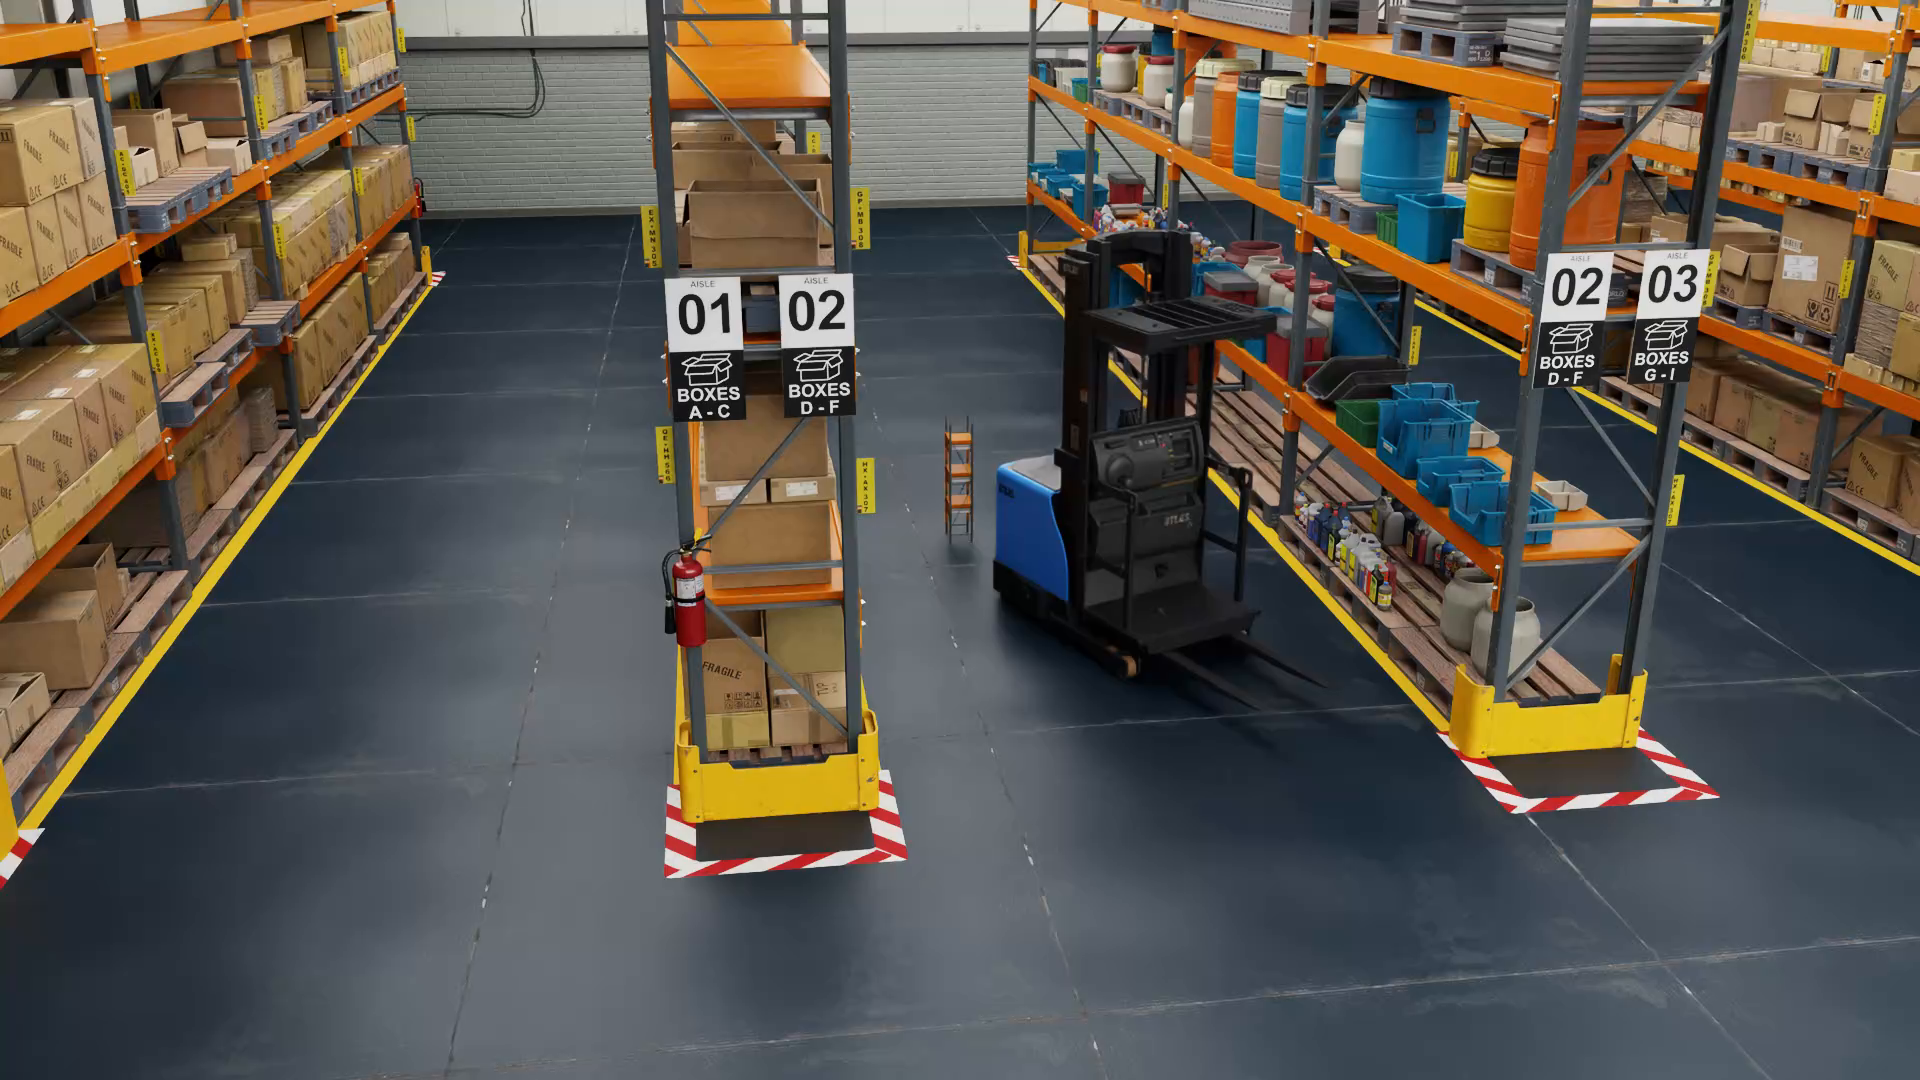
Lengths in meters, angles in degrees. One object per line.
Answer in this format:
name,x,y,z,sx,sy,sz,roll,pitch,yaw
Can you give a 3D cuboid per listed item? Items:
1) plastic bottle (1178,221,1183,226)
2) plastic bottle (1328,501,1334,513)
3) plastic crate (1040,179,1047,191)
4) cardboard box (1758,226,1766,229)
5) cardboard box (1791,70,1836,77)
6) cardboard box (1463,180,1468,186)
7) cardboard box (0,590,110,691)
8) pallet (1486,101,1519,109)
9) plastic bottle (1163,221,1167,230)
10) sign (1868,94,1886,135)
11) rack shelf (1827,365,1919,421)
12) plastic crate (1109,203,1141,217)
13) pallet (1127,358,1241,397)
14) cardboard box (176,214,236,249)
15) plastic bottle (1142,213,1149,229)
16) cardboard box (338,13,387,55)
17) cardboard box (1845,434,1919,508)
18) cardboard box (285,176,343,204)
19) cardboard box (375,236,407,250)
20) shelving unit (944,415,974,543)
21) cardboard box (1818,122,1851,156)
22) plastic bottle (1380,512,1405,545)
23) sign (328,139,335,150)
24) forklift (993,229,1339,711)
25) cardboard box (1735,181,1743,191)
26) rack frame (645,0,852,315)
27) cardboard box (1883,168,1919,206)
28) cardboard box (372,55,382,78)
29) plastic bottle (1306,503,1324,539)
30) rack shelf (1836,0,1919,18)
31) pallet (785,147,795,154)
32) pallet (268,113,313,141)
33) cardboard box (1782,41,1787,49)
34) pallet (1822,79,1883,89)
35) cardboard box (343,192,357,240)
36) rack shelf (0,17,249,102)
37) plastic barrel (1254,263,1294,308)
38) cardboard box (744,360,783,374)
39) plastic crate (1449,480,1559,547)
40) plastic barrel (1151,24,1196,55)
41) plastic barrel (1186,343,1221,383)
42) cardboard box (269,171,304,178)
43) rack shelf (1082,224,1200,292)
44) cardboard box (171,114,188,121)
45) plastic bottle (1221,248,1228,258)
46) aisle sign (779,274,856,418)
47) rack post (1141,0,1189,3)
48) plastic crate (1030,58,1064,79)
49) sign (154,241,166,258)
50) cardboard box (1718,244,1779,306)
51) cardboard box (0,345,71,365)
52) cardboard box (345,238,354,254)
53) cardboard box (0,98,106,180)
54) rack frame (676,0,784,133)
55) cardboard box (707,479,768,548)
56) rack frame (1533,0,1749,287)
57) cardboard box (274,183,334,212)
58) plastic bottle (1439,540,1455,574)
plastic bottle,2.611,-3.715,20.053,0.152,0.276,0.135,-3,21,-8
plastic bottle,3.034,-0.167,13.630,0.061,0.283,0.133,-3,21,-8
plastic crate,1.285,-5.078,23.816,0.250,0.136,0.298,-3,21,-8
cardboard box,11.804,-4.607,24.888,0.380,0.149,0.250,-4,21,-10
cardboard box,11.576,-6.197,22.448,0.500,0.250,0.500,-2,21,-6
cardboard box,6.810,-4.366,21.475,0.500,0.500,0.500,-3,21,-8
cardboard box,-6.133,0.681,11.051,0.700,0.500,0.500,-4,21,-11
pallet,7.172,-5.491,20.618,0.805,0.209,1.217,-4,21,-10
plastic bottle,2.491,-3.700,20.019,0.097,0.271,0.097,0,20,0
sign,7.596,-3.523,13.774,0.100,0.325,0.005,-3,21,-8
rack shelf,8.433,-0.691,12.808,1.077,0.370,4.000,-3,21,-8
plastic crate,2.164,-4.314,21.770,0.396,0.136,0.243,-3,21,-8
pallet,2.512,-1.820,18.789,1.003,0.211,1.213,-3,21,-8
cardboard box,-7.459,-3.047,16.419,0.500,0.250,0.500,-2,21,-6
plastic bottle,2.346,-4.015,20.962,0.097,0.201,0.097,0,20,0
cardboard box,-7.853,-6.642,21.826,0.500,0.500,0.500,-2,21,-6
cardboard box,8.162,-0.606,14.524,0.500,0.500,0.500,-4,21,-9
cardboard box,-7.329,-3.962,18.868,0.500,0.250,0.500,-2,21,-7
cardboard box,-7.854,-4.095,22.937,0.380,0.149,0.250,-2,21,-6
shelving unit,-0.008,-0.510,14.082,0.215,1.050,0.252,-3,21,-8
cardboard box,7.910,-3.580,14.819,0.396,0.266,0.258,-2,21,-6
plastic bottle,3.506,-0.110,13.488,0.152,0.276,0.135,-3,21,-8
sign,-8.840,-5.543,23.419,0.100,0.325,0.005,-3,21,-8
forklift,1.446,-0.587,11.598,1.130,2.935,3.031,-12,23,-29
cardboard box,11.451,-5.128,24.019,0.380,0.149,0.250,-3,21,-9
rack frame,-1.082,-2.648,8.444,1.000,3.000,0.127,-3,21,-8
cardboard box,7.956,-2.887,13.586,0.500,0.250,0.500,-4,21,-10
cardboard box,-7.766,-6.104,21.457,0.500,0.250,0.500,-4,21,-9
plastic bottle,2.929,-0.158,13.616,0.152,0.276,0.135,-2,21,-6
rack shelf,12.202,-6.299,19.821,1.077,0.370,4.000,-3,21,-8
pallet,-1.885,-3.307,14.765,1.003,0.211,1.213,-2,21,-5
pallet,-7.446,-4.280,17.372,1.003,0.211,1.213,-2,21,-5
cardboard box,11.552,-6.827,22.850,0.380,0.149,0.250,-2,21,-6
pallet,11.898,-5.804,21.450,1.213,0.211,1.003,-3,21,-8
cardboard box,-7.398,-3.790,19.479,0.500,0.500,0.500,-3,21,-9
rack shelf,-6.849,-3.950,13.530,1.077,0.370,4.000,-3,21,-8
plastic barrel,3.087,-2.417,16.241,0.421,0.512,0.421,0,20,0
cardboard box,-1.226,-0.855,10.220,0.700,0.500,0.500,-3,21,-9
plastic crate,3.452,-0.175,10.609,0.499,0.251,0.616,-3,21,-8
plastic barrel,2.487,-5.494,19.036,0.600,0.901,0.708,-3,21,-8
plastic barrel,2.579,-2.204,18.333,0.600,0.830,0.708,-3,21,-8
cardboard box,-7.905,-4.116,19.280,0.500,0.250,0.500,-2,21,-6
rack shelf,2.378,-3.211,19.555,1.077,0.370,4.000,-3,21,-8
cardboard box,-7.261,-3.557,14.993,0.500,0.500,0.500,-3,21,-8
plastic bottle,2.922,-3.083,18.351,0.061,0.283,0.133,-3,21,-8
aisle sign,-0.770,-1.048,9.020,0.394,0.787,0.004,-3,21,-8
rack post,2.508,-6.123,18.462,0.937,0.300,0.954,-1,20,-2
plastic crate,1.293,-6.822,24.095,0.497,0.269,0.590,-3,21,-8
sign,-7.686,-2.869,15.957,0.100,0.325,0.005,-3,21,-8
cardboard box,7.803,-2.561,16.039,0.797,0.503,0.637,-1,20,-2
cardboard box,-6.699,-1.088,11.957,0.500,0.500,0.500,-3,21,-9
cardboard box,-7.325,-3.444,19.480,0.380,0.149,0.250,-3,21,-7
cardboard box,-6.220,-2.741,11.381,0.500,0.500,0.500,-5,21,-12
rack frame,-2.236,-5.418,15.860,1.000,3.000,0.127,-3,21,-8
cardboard box,-1.217,-0.228,10.397,0.700,0.500,0.500,-2,21,-6
rack frame,3.820,-2.896,9.110,1.000,3.000,0.127,-3,21,-8
cardboard box,-7.255,-3.785,18.395,0.500,0.250,0.500,-3,21,-7
plastic bottle,3.774,0.119,12.881,0.097,0.271,0.097,0,20,0
